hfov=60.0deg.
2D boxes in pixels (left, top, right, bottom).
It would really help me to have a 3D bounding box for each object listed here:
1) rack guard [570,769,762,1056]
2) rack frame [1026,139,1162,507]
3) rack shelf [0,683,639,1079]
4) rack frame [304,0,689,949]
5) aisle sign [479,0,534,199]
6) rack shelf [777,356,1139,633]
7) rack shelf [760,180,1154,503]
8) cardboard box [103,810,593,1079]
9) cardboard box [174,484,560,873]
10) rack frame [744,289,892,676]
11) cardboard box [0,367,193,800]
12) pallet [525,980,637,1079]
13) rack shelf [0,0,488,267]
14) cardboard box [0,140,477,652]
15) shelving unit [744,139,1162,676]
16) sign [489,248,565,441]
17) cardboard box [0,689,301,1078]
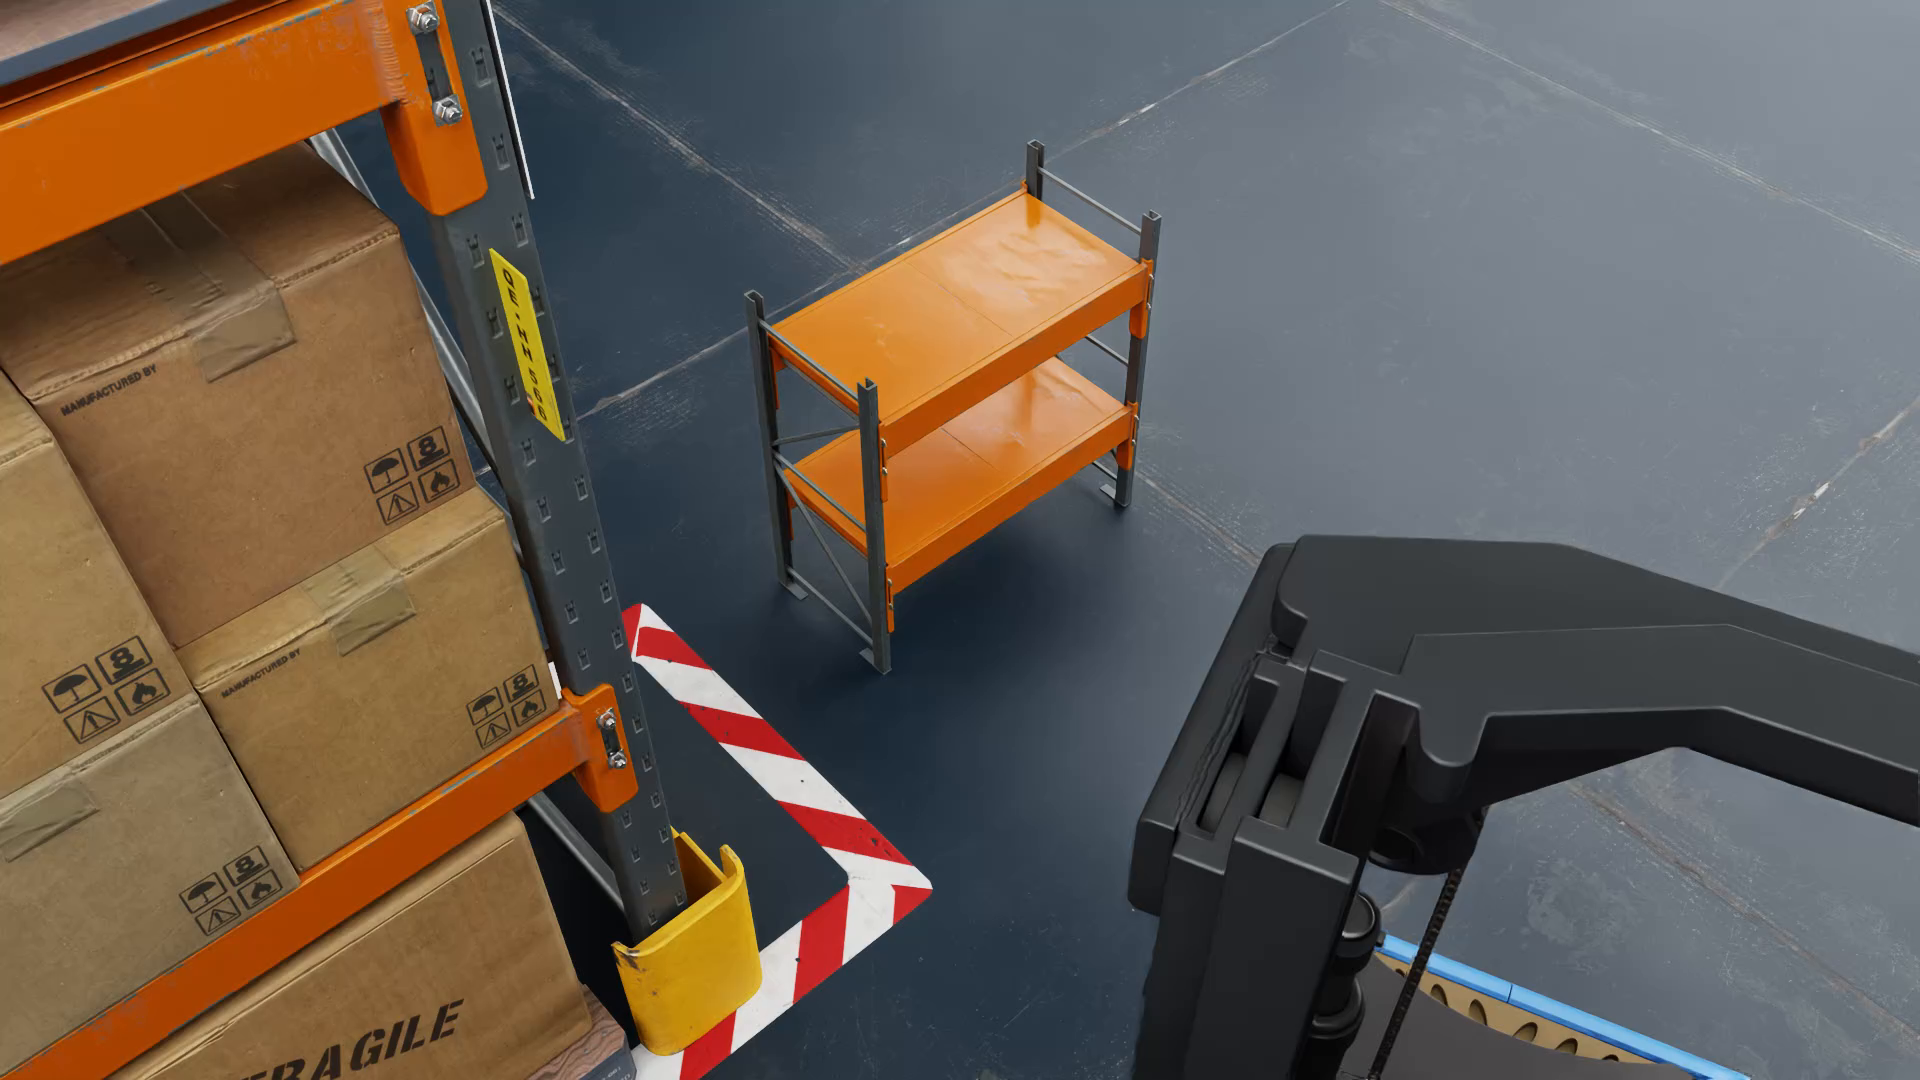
[{"bbox_3d":[-0.995,0.715,4.250,0.348,0.500,1.175,-34,56,-27],"label":"rack guard"},{"bbox_3d":[0.371,-0.629,5.065,0.032,1.125,0.500,-34,56,-27],"label":"rack frame"},{"bbox_3d":[-2.492,1.112,2.673,4.000,0.370,1.077,-34,56,-27],"label":"rack shelf"},{"bbox_3d":[-1.013,-0.121,3.321,0.127,3.000,1.000,-34,56,-27],"label":"rack frame"},{"bbox_3d":[-0.758,-0.875,2.247,0.004,0.787,0.394,-34,56,-27],"label":"aisle sign"},{"bbox_3d":[-0.005,-0.212,5.013,1.000,0.278,0.538,-34,56,-27],"label":"rack shelf"},{"bbox_3d":[-0.005,-0.577,4.618,1.000,0.278,0.538,-34,56,-27],"label":"rack shelf"},{"bbox_3d":[-1.470,0.828,3.605,0.875,0.875,0.875,-33,56,-27],"label":"cardboard box"},{"bbox_3d":[-1.257,0.036,3.074,0.550,0.550,0.875,-34,56,-27],"label":"cardboard box"},{"bbox_3d":[-0.381,-0.127,4.602,0.032,1.125,0.500,-34,56,-27],"label":"rack frame"},{"bbox_3d":[-1.658,-0.054,2.422,0.550,0.550,0.875,-34,56,-27],"label":"cardboard box"},{"bbox_3d":[-1.552,1.262,3.942,1.213,0.211,1.003,-34,56,-27],"label":"pallet"},{"bbox_3d":[-2.492,0.095,1.570,4.000,0.370,1.077,-34,56,-27],"label":"rack shelf"},{"bbox_3d":[-1.313,-0.376,2.719,0.550,0.550,0.875,-34,56,-27],"label":"cardboard box"},{"bbox_3d":[-0.005,-0.378,4.834,1.048,1.125,0.538,-34,56,-27],"label":"shelving unit"},{"bbox_3d":[-0.658,-0.292,2.530,0.005,0.325,0.100,-34,56,-27],"label":"sign"},{"bbox_3d":[-1.649,0.320,2.812,0.550,0.550,0.875,-34,56,-27],"label":"cardboard box"}]
